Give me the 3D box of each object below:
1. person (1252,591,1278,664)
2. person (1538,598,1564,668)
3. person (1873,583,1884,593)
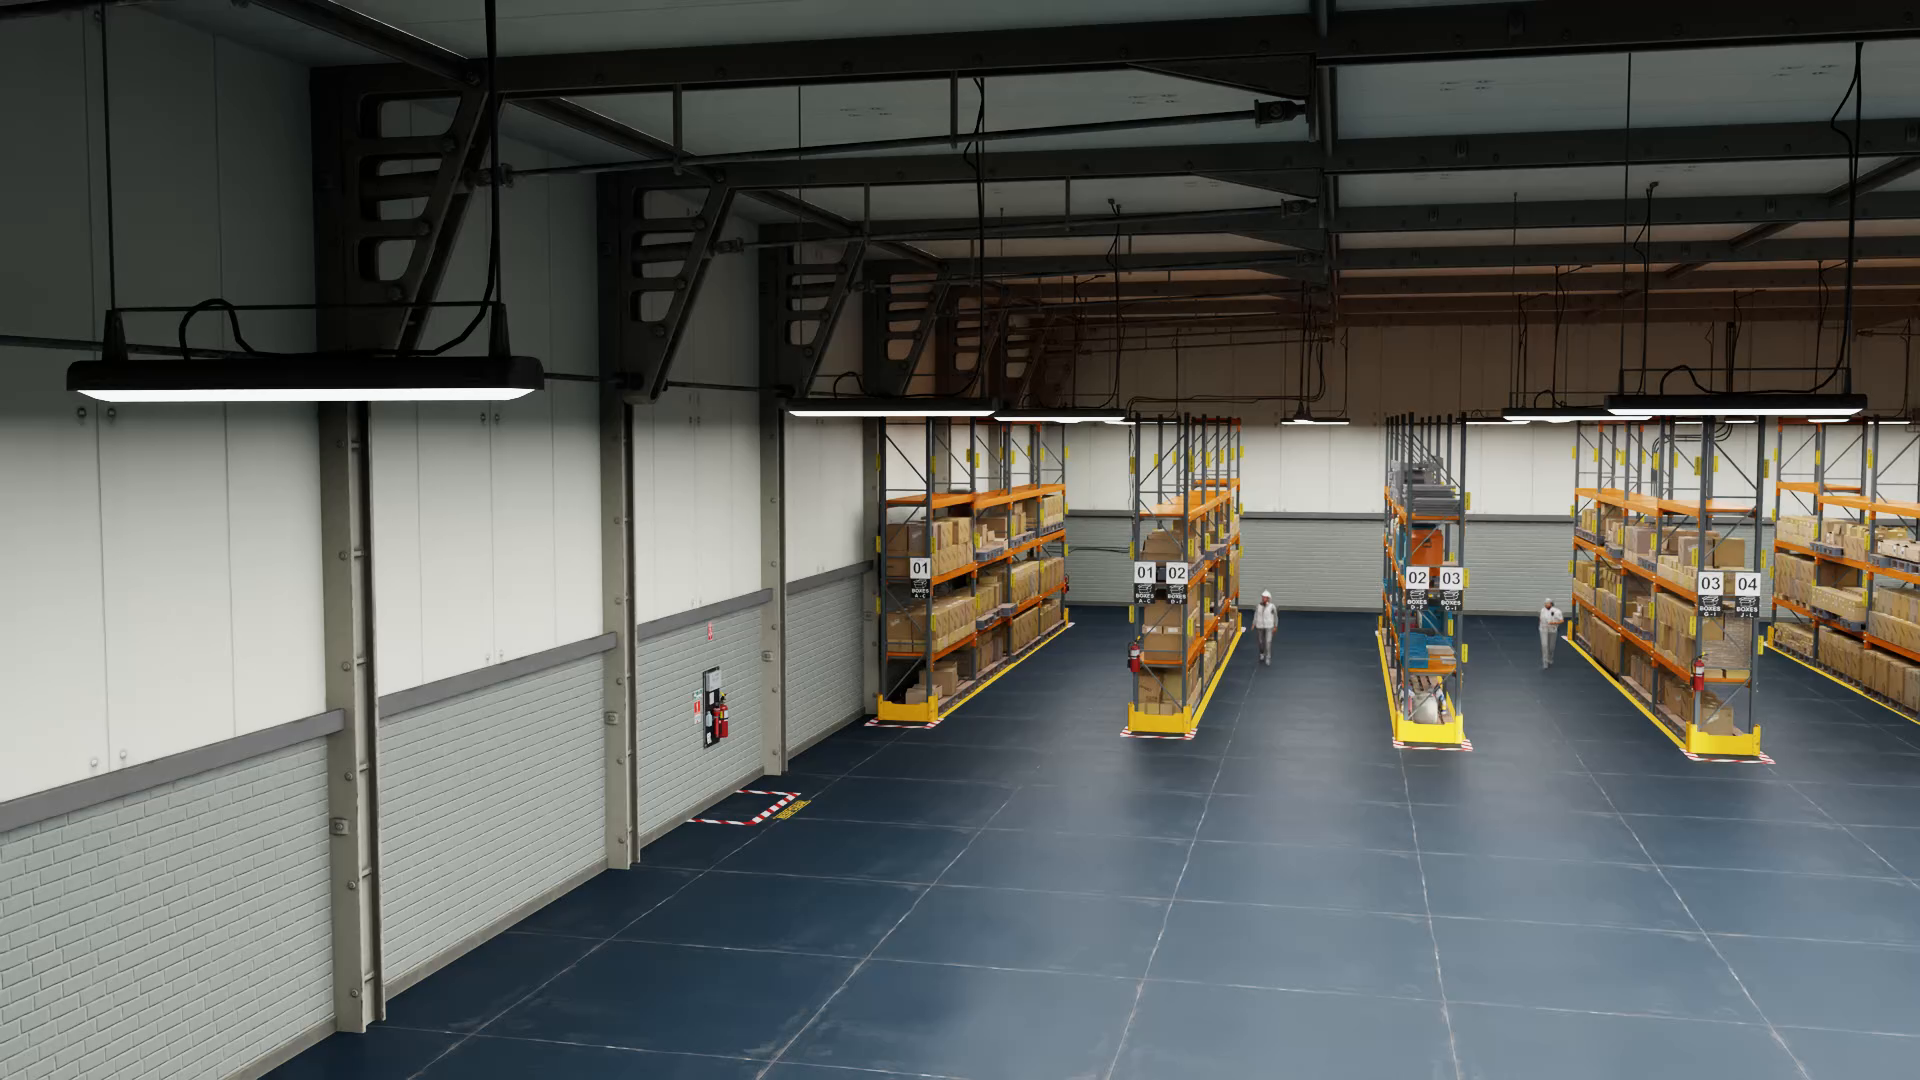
[{"bbox_3d":[7.407,2.104,40.407,0.626,1.714,1.029,1,4,13],"label":"person"},{"bbox_3d":[14.101,2.191,39.679,0.560,1.620,1.028,1,4,18],"label":"person"},{"bbox_3d":[23.912,1.940,43.461,0.988,1.625,0.565,3,5,40],"label":"person"}]
